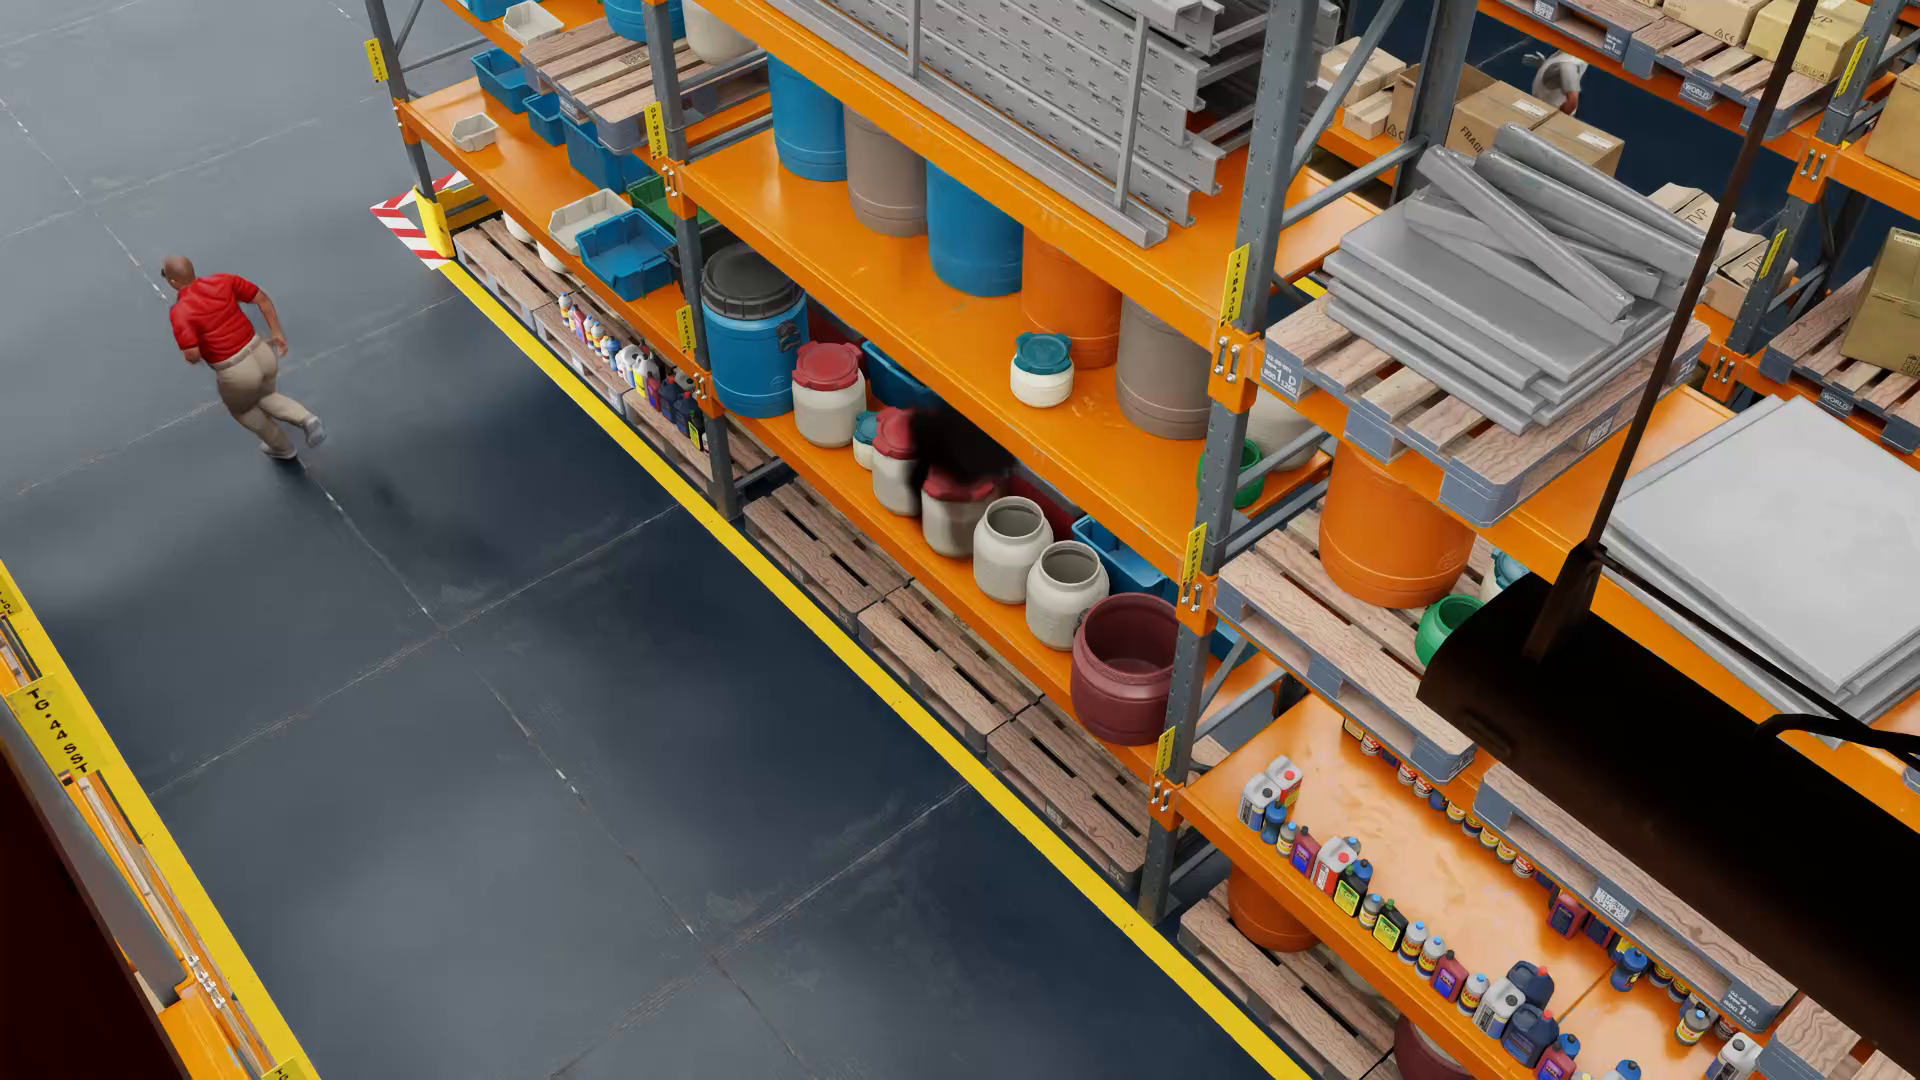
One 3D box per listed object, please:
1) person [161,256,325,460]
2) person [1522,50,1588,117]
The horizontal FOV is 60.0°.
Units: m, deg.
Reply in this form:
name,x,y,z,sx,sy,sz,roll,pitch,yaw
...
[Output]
name,x,y,z,sx,sy,sz,roll,pitch,yaw
person,-4.709,-1.128,10.947,0.710,1.666,0.658,15,48,14
person,4.521,-3.205,12.767,0.850,1.829,0.642,35,55,28
